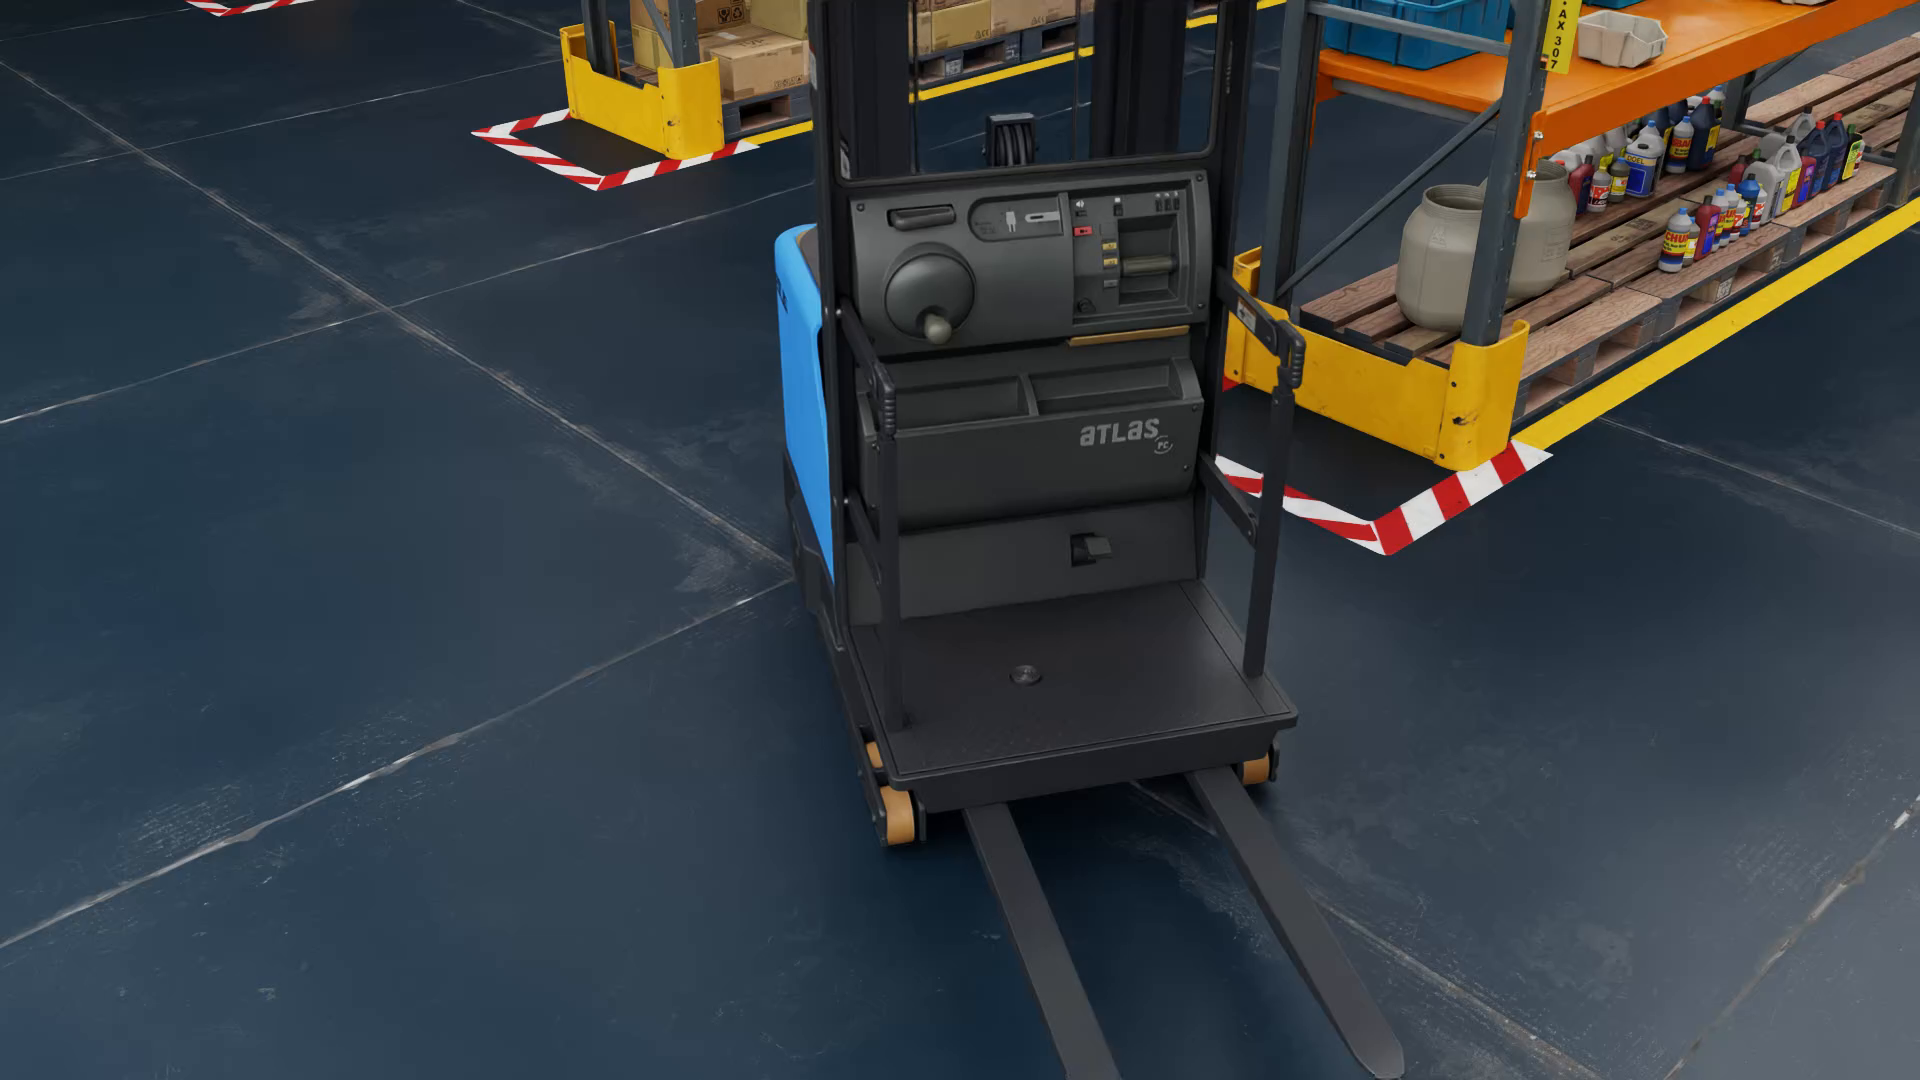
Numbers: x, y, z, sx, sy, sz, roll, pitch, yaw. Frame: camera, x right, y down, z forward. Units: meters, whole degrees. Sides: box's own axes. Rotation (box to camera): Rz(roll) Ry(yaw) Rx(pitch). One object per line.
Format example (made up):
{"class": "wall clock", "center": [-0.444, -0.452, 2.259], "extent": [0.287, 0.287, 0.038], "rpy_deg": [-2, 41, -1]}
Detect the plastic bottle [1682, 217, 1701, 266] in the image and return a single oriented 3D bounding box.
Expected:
{"class": "plastic bottle", "center": [3.180, -1.314, 7.284], "extent": [0.097, 0.201, 0.097], "rpy_deg": [0, 31, 0]}

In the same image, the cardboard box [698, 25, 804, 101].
{"class": "cardboard box", "center": [-1.258, -2.767, 9.633], "extent": [0.500, 0.250, 0.500], "rpy_deg": [-26, 40, -35]}

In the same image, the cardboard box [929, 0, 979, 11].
{"class": "cardboard box", "center": [-0.156, -3.618, 10.305], "extent": [0.500, 0.500, 0.500], "rpy_deg": [-26, 40, -35]}

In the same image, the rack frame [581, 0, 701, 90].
{"class": "rack frame", "center": [-1.802, -3.656, 8.853], "extent": [0.127, 3.000, 1.000], "rpy_deg": [-26, 40, -35]}

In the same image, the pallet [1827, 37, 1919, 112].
{"class": "pallet", "center": [5.940, -2.717, 9.991], "extent": [1.213, 0.211, 1.003], "rpy_deg": [-26, 40, -35]}

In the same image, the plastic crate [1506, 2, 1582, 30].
{"class": "plastic crate", "center": [2.206, -2.216, 6.642], "extent": [0.408, 0.251, 0.499], "rpy_deg": [-26, 40, -35]}

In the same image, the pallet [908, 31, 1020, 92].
{"class": "pallet", "center": [-0.376, -3.184, 10.754], "extent": [1.213, 0.211, 1.003], "rpy_deg": [-26, 40, -35]}

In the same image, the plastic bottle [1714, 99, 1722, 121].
{"class": "plastic bottle", "center": [3.818, -2.096, 8.485], "extent": [0.133, 0.283, 0.061], "rpy_deg": [-26, 40, -35]}

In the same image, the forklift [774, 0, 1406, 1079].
{"class": "forklift", "center": [0.244, -0.661, 4.021], "extent": [1.130, 2.935, 3.031], "rpy_deg": [-7, 32, -12]}

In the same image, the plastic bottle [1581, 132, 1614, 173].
{"class": "plastic bottle", "center": [3.035, -1.825, 7.976], "extent": [0.185, 0.351, 0.144], "rpy_deg": [-24, 39, -34]}

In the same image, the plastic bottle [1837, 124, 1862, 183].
{"class": "plastic bottle", "center": [4.367, -1.910, 8.181], "extent": [0.133, 0.283, 0.061], "rpy_deg": [-24, 39, -33]}

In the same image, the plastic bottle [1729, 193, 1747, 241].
{"class": "plastic bottle", "center": [3.501, -1.469, 7.538], "extent": [0.097, 0.201, 0.097], "rpy_deg": [0, 31, 0]}

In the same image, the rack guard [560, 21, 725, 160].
{"class": "rack guard", "center": [-1.820, -2.581, 9.491], "extent": [0.348, 0.500, 1.175], "rpy_deg": [-26, 40, -35]}

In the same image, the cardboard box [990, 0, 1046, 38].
{"class": "cardboard box", "center": [0.209, -3.476, 10.792], "extent": [0.500, 0.250, 0.500], "rpy_deg": [-26, 40, -35]}

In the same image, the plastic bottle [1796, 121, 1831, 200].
{"class": "plastic bottle", "center": [4.079, -1.829, 7.983], "extent": [0.144, 0.351, 0.185], "rpy_deg": [27, 40, 37]}

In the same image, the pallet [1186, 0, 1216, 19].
{"class": "pallet", "center": [1.644, -4.161, 12.353], "extent": [1.213, 0.211, 1.003], "rpy_deg": [-26, 40, -35]}

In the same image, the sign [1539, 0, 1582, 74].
{"class": "sign", "center": [1.934, -1.666, 5.333], "extent": [0.005, 0.325, 0.100], "rpy_deg": [-26, 40, -35]}

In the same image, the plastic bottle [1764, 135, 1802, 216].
{"class": "plastic bottle", "center": [3.842, -1.715, 7.796], "extent": [0.185, 0.351, 0.144], "rpy_deg": [-26, 40, -36]}

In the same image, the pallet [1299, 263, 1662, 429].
{"class": "pallet", "center": [2.186, -0.901, 7.021], "extent": [1.213, 0.211, 1.003], "rpy_deg": [-26, 40, -35]}

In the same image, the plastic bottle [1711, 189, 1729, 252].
{"class": "plastic bottle", "center": [3.355, -1.429, 7.405], "extent": [0.097, 0.271, 0.097], "rpy_deg": [0, 31, 0]}

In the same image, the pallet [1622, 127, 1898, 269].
{"class": "pallet", "center": [3.975, -1.766, 8.436], "extent": [1.213, 0.211, 1.003], "rpy_deg": [-26, 40, -35]}

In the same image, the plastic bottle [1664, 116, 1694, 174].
{"class": "plastic bottle", "center": [3.598, -1.977, 8.301], "extent": [0.097, 0.271, 0.097], "rpy_deg": [0, 31, 0]}

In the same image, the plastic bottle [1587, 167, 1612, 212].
{"class": "plastic bottle", "center": [3.015, -1.659, 7.849], "extent": [0.097, 0.201, 0.097], "rpy_deg": [0, 31, 0]}

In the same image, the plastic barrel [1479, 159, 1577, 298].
{"class": "plastic barrel", "center": [2.361, -1.318, 7.012], "extent": [0.421, 0.512, 0.421], "rpy_deg": [0, 31, 0]}

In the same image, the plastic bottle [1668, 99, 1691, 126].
{"class": "plastic bottle", "center": [3.622, -2.108, 8.440], "extent": [0.185, 0.351, 0.144], "rpy_deg": [-25, 39, -34]}

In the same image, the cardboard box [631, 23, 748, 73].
{"class": "cardboard box", "center": [-1.610, -2.965, 9.957], "extent": [0.500, 0.250, 0.500], "rpy_deg": [-26, 40, -35]}

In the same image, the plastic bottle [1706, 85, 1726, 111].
{"class": "plastic bottle", "center": [3.964, -2.257, 8.759], "extent": [0.097, 0.271, 0.097], "rpy_deg": [0, 31, 0]}

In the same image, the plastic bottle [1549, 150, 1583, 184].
{"class": "plastic bottle", "center": [2.815, -1.683, 7.816], "extent": [0.135, 0.276, 0.152], "rpy_deg": [-25, 40, -35]}

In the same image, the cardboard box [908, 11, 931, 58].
{"class": "cardboard box", "center": [-0.527, -3.123, 10.215], "extent": [0.500, 0.250, 0.500], "rpy_deg": [-26, 40, -35]}

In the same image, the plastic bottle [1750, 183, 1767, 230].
{"class": "plastic bottle", "center": [3.652, -1.542, 7.658], "extent": [0.097, 0.201, 0.097], "rpy_deg": [0, 31, 0]}

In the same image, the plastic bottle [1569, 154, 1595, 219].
{"class": "plastic bottle", "center": [2.888, -1.646, 7.748], "extent": [0.133, 0.283, 0.061], "rpy_deg": [-26, 40, -35]}

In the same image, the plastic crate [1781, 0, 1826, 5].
{"class": "plastic crate", "center": [3.477, -2.393, 7.041], "extent": [0.437, 0.136, 0.530], "rpy_deg": [-26, 40, -35]}

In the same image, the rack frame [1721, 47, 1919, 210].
{"class": "rack frame", "center": [4.496, -3.178, 8.072], "extent": [0.127, 3.000, 1.000], "rpy_deg": [-26, 40, -35]}

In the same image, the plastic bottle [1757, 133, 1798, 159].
{"class": "plastic bottle", "center": [3.960, -1.845, 8.081], "extent": [0.135, 0.276, 0.152], "rpy_deg": [-26, 40, -35]}

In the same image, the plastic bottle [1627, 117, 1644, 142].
{"class": "plastic bottle", "center": [3.334, -1.970, 8.278], "extent": [0.133, 0.283, 0.061], "rpy_deg": [-24, 39, -33]}

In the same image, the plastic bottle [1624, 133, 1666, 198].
{"class": "plastic bottle", "center": [3.291, -1.811, 8.025], "extent": [0.135, 0.276, 0.152], "rpy_deg": [-26, 40, -35]}

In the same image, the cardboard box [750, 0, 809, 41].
{"class": "cardboard box", "center": [-0.893, -3.265, 9.728], "extent": [0.500, 0.500, 0.500], "rpy_deg": [-26, 40, -35]}

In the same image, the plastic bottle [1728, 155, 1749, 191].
{"class": "plastic bottle", "center": [3.647, -1.670, 7.788], "extent": [0.133, 0.283, 0.061], "rpy_deg": [-26, 40, -35]}
